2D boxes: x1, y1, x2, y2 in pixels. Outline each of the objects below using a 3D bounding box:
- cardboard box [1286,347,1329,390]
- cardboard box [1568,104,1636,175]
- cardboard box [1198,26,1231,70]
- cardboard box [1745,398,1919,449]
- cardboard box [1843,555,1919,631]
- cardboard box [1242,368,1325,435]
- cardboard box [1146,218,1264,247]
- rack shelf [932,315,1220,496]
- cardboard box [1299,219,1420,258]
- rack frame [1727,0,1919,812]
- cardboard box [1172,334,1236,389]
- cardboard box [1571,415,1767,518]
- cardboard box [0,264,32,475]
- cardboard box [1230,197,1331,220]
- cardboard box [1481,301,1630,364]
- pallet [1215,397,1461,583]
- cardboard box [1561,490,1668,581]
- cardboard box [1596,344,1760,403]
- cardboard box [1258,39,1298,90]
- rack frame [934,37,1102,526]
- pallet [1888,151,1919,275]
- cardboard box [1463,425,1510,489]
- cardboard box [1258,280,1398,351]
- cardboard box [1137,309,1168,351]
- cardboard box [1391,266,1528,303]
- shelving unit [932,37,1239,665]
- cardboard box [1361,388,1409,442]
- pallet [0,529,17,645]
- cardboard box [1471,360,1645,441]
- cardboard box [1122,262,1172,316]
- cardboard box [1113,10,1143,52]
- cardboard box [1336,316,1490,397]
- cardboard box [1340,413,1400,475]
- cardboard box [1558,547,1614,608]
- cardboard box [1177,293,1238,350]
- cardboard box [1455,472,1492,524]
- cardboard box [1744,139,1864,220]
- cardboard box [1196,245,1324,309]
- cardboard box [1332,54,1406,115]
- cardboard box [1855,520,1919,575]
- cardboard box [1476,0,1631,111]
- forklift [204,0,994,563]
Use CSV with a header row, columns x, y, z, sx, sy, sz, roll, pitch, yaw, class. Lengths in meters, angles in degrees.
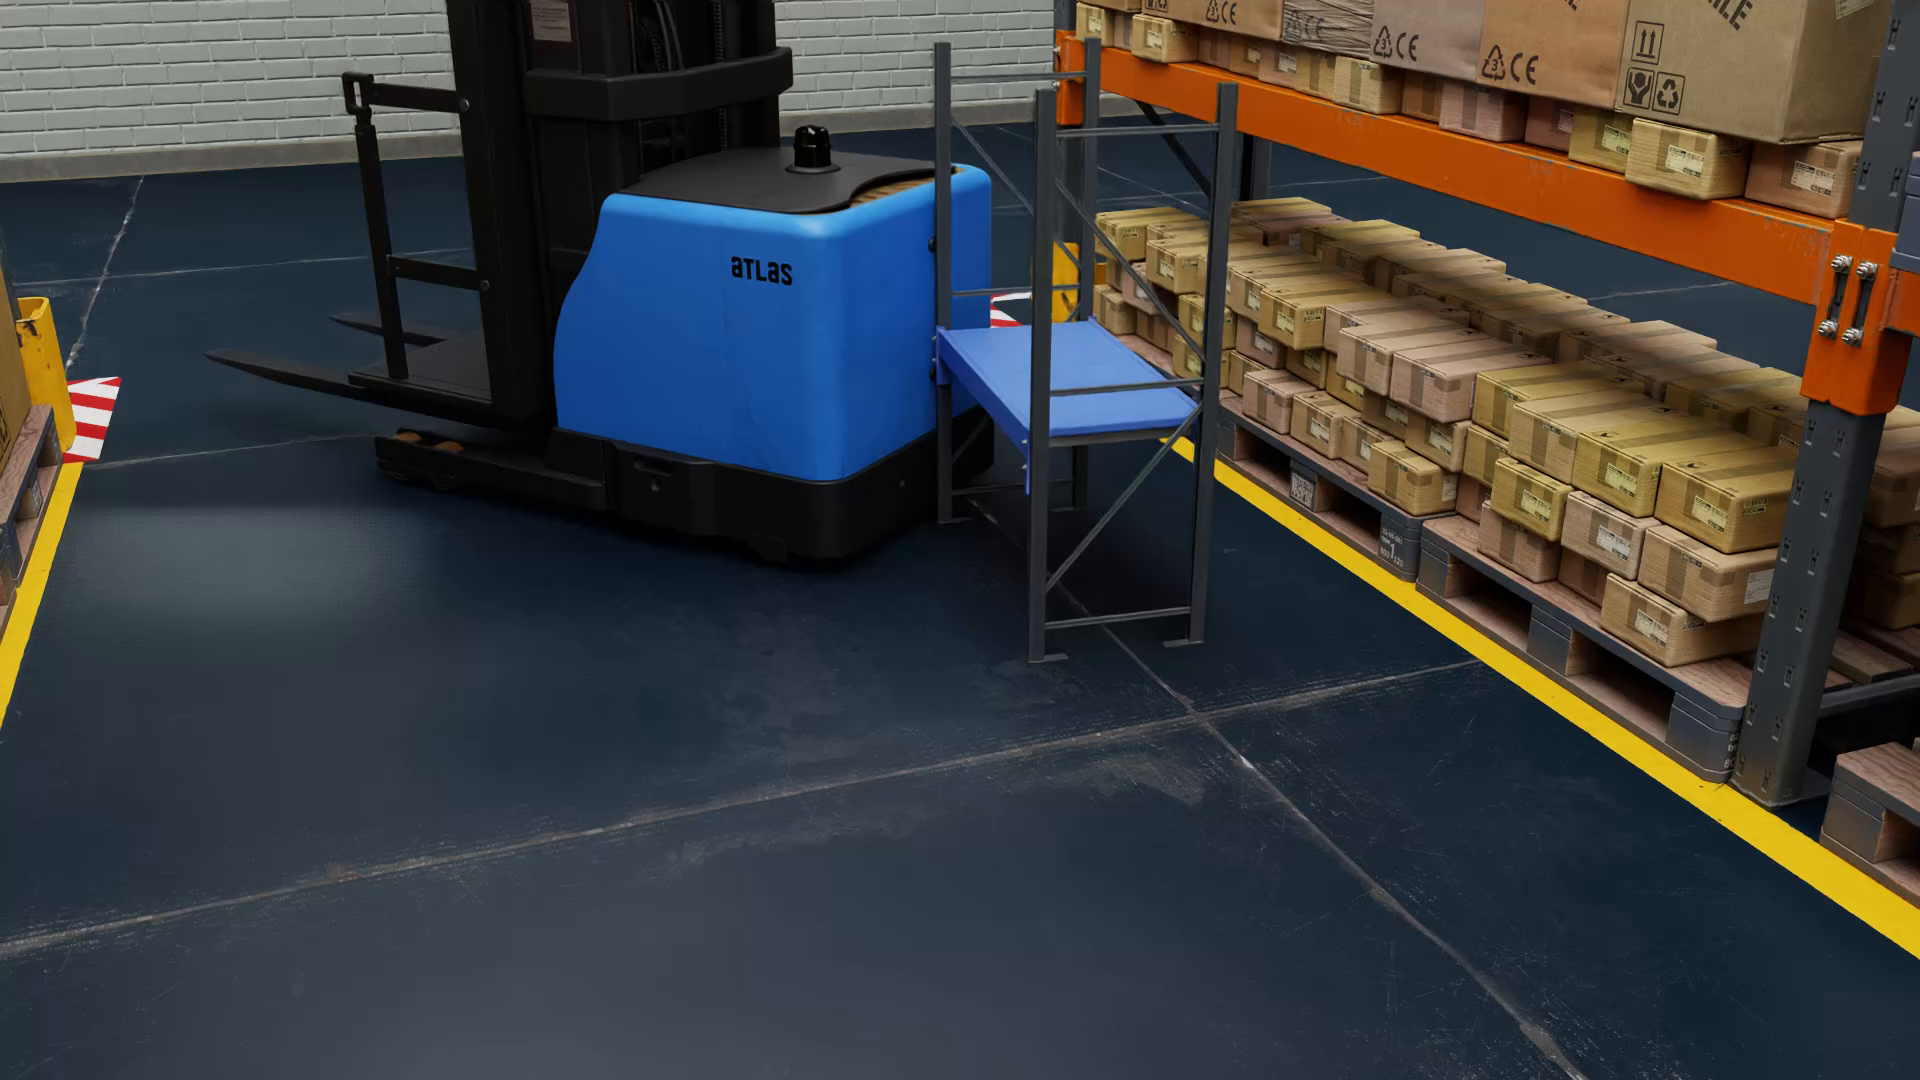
x,y,z,sx,sy,sz,roll,pitch,yaw,class
1.335,-0.631,5.631,0.380,0.149,0.250,-7,24,-16,cardboard box
1.732,-0.994,4.070,0.380,0.149,0.250,-7,24,-17,cardboard box
1.072,-1.762,5.892,0.380,0.149,0.250,-7,24,-17,cardboard box
2.314,-0.270,4.392,0.380,0.149,0.250,-7,24,-16,cardboard box
2.456,0.090,4.305,0.380,0.149,0.250,-9,25,-21,cardboard box
1.193,-0.490,5.680,0.380,0.149,0.250,-10,25,-22,cardboard box
0.948,-1.141,6.459,0.380,0.149,0.250,-8,24,-18,cardboard box
0.297,-0.411,4.756,0.538,0.185,1.000,-6,24,-13,rack shelf
1.540,-1.128,6.428,0.380,0.149,0.250,-9,24,-20,cardboard box
2.284,-0.854,3.415,1.000,3.000,0.127,-8,24,-19,rack frame
1.007,-0.672,6.112,0.380,0.149,0.250,-8,24,-18,cardboard box
1.787,-0.189,4.201,0.380,0.149,0.250,-8,24,-18,cardboard box
-3.504,-0.657,5.141,0.875,0.875,0.875,-8,24,-19,cardboard box
1.295,-1.304,6.846,0.380,0.149,0.250,-8,24,-18,cardboard box
1.878,-0.638,5.266,0.380,0.149,0.250,-9,25,-21,cardboard box
1.579,-0.252,5.577,1.003,0.211,1.213,-8,24,-19,pallet
1.768,-0.039,4.226,0.380,0.149,0.250,-10,25,-22,cardboard box
2.065,-0.447,4.812,0.380,0.149,0.250,-9,24,-20,cardboard box
1.206,-1.566,5.428,0.380,0.149,0.250,-9,24,-20,cardboard box
0.171,-0.768,5.140,0.500,1.500,0.032,-6,24,-13,rack frame
2.418,-0.468,2.746,1.003,0.211,1.213,-8,24,-19,pallet
1.660,-0.238,4.700,0.380,0.149,0.250,-8,24,-19,cardboard box
1.221,-0.749,5.529,0.380,0.149,0.250,-8,24,-18,cardboard box
0.925,-0.869,6.580,0.380,0.149,0.250,-8,24,-19,cardboard box
1.709,-0.824,5.708,0.380,0.149,0.250,-9,25,-21,cardboard box
0.297,-0.576,4.686,0.538,1.500,1.048,-6,24,-13,shelving unit
1.476,-0.428,5.151,0.380,0.149,0.250,-10,25,-21,cardboard box
-3.022,0.344,4.163,1.003,0.211,1.213,-8,24,-19,pallet
1.674,-0.384,4.662,0.380,0.149,0.250,-8,24,-17,cardboard box
0.860,-0.992,6.488,0.380,0.149,0.250,-8,24,-19,cardboard box
0.807,-1.942,6.320,0.380,0.149,0.250,-7,24,-17,cardboard box
1.385,-0.566,5.094,0.380,0.149,0.250,-9,25,-21,cardboard box
1.432,-0.310,5.253,0.380,0.149,0.250,-8,24,-18,cardboard box
1.813,0.064,4.365,0.380,0.149,0.250,-8,24,-18,cardboard box
1.018,-0.807,6.049,0.380,0.149,0.250,-8,24,-17,cardboard box
1.680,-0.135,4.839,0.380,0.149,0.250,-9,24,-20,cardboard box
1.964,-0.810,3.633,0.380,0.149,0.250,-9,24,-20,cardboard box
1.082,-0.953,6.013,0.380,0.149,0.250,-10,25,-22,cardboard box
1.344,-1.368,4.958,0.380,0.149,0.250,-8,24,-18,cardboard box
2.455,-0.047,4.246,0.380,0.149,0.250,-7,24,-17,cardboard box
1.666,-1.363,4.110,0.500,0.500,0.500,-9,24,-20,cardboard box
-1.420,-1.681,5.465,3.031,2.935,1.130,12,26,27,forklift
